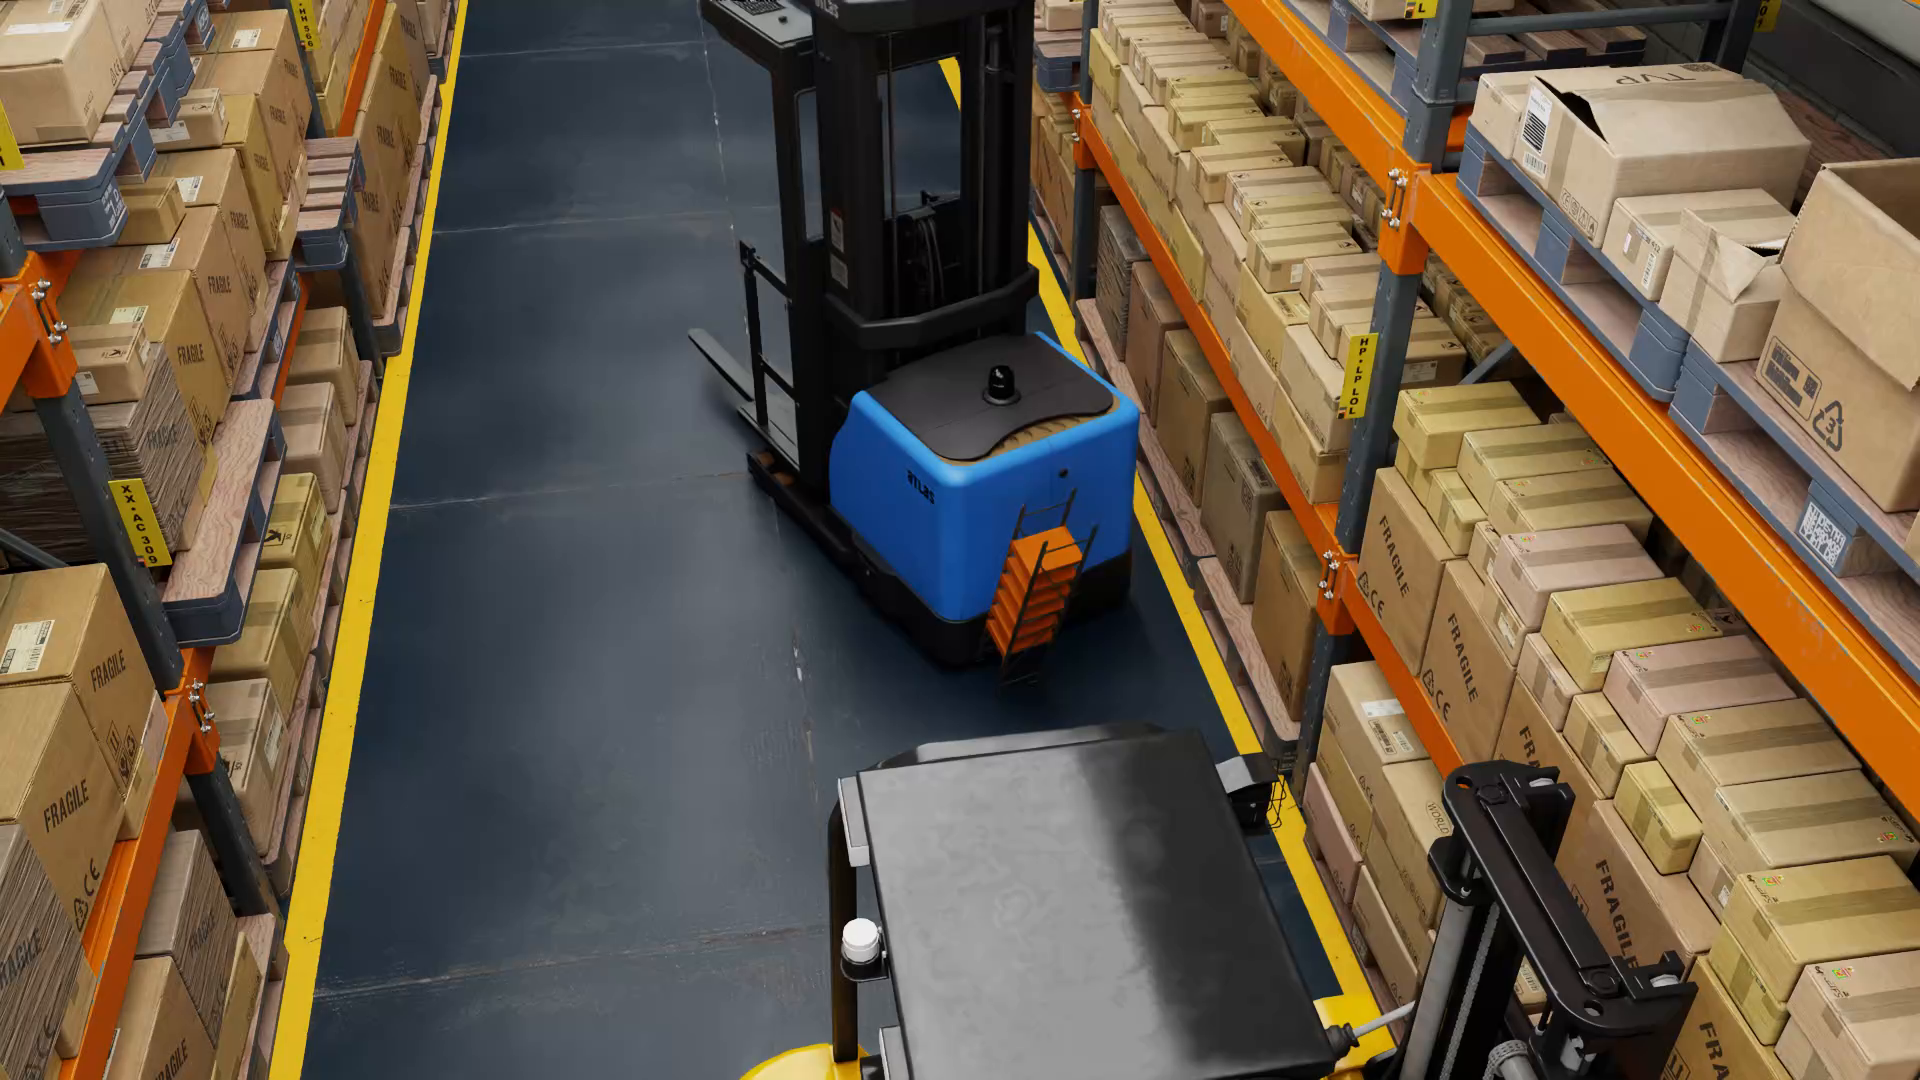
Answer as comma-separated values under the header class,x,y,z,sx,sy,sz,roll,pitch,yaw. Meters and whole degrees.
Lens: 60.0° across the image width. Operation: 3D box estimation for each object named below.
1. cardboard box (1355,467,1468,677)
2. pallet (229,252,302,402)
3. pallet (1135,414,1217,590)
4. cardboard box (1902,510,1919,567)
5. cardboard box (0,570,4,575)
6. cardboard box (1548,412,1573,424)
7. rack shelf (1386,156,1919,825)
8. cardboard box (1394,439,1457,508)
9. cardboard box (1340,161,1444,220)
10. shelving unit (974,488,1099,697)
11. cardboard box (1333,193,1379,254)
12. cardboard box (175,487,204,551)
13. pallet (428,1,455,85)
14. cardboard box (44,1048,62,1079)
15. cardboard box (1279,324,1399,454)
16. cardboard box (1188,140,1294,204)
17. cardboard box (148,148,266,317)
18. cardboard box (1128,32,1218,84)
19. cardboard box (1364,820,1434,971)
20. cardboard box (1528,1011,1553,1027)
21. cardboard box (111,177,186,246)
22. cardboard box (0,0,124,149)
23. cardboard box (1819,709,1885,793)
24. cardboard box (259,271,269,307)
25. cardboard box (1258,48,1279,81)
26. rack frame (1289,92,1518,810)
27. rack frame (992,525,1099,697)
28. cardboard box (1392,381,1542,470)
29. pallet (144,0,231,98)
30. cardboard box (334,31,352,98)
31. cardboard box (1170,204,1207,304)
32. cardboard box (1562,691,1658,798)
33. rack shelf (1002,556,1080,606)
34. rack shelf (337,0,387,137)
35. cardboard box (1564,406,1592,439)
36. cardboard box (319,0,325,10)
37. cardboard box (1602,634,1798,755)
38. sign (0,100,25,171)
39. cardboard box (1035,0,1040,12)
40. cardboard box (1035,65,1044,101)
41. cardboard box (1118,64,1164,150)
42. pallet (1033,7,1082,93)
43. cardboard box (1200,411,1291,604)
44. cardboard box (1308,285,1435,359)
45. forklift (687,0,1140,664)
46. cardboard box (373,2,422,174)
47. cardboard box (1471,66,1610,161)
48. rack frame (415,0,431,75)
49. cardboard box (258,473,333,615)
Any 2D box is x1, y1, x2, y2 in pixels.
class,x,y,z,sx,sy,sz,roll,pitch,yaw
cardboard box,1.677,0.076,5.525,0.500,0.500,0.500,-7,38,-9
pallet,-3.344,-0.793,6.882,1.003,0.211,1.213,-6,38,-8
pallet,1.471,-0.258,8.310,1.003,0.211,1.213,-6,38,-8
cardboard box,2.159,-0.064,2.837,0.700,0.500,0.500,-6,38,-8
cardboard box,-3.392,0.008,5.557,0.380,0.149,0.250,-6,38,-7
cardboard box,2.165,-0.309,5.493,0.380,0.149,0.250,-6,38,-8
rack shelf,2.207,0.127,3.683,1.077,0.370,4.000,-6,38,-8
cardboard box,1.653,-0.255,5.423,0.380,0.149,0.250,-7,38,-9
cardboard box,1.834,-1.487,7.009,0.380,0.149,0.250,-7,38,-8
shelving unit,0.297,0.242,6.863,0.258,1.200,0.189,-17,60,-21
cardboard box,1.863,-1.268,7.052,0.500,0.250,0.500,-7,38,-9
cardboard box,-2.816,-0.079,5.669,0.380,0.149,0.250,-6,38,-7
pallet,-4.489,-3.843,12.924,1.003,0.211,1.213,-6,38,-8
cardboard box,-2.477,1.387,4.124,0.380,0.149,0.250,-7,38,-9
cardboard box,1.518,-0.588,6.176,0.500,0.250,0.500,-7,38,-9
cardboard box,1.202,-1.579,7.127,0.380,0.149,0.250,-7,38,-9
cardboard box,-3.092,-1.193,6.574,0.500,0.500,0.500,-8,39,-10
cardboard box,1.039,-2.354,8.125,0.380,0.149,0.250,-5,38,-7
cardboard box,1.727,1.172,5.688,0.500,0.250,0.500,-6,38,-8
cardboard box,1.895,1.598,4.732,0.500,0.250,0.500,-7,38,-9
cardboard box,-3.056,-1.190,6.042,0.380,0.149,0.250,-4,38,-5
cardboard box,-2.738,-1.331,4.754,0.500,0.250,0.500,-7,38,-9
cardboard box,2.416,0.500,4.208,0.380,0.149,0.250,-5,38,-7
cardboard box,-3.093,-1.027,6.889,0.380,0.149,0.250,-7,38,-9
cardboard box,1.664,-2.268,8.013,0.380,0.149,0.250,-7,38,-9
rack frame,1.856,-0.180,5.937,1.000,3.000,0.127,-6,38,-8
rack frame,0.335,0.314,6.821,0.240,1.200,0.006,-17,60,-21
cardboard box,1.620,-0.369,5.327,0.380,0.149,0.250,-5,38,-7
pallet,-3.218,-1.765,5.685,1.213,0.211,1.003,-6,38,-8
cardboard box,-3.677,-2.632,9.215,0.500,0.250,0.500,-7,38,-9
cardboard box,1.262,-1.315,7.519,0.500,0.250,0.500,-5,38,-6
cardboard box,1.849,0.521,4.424,0.380,0.149,0.250,-7,38,-9
rack shelf,0.326,0.132,6.704,0.258,0.103,0.180,-17,60,-21
rack shelf,-4.082,-2.984,10.132,1.077,0.370,4.000,-6,38,-8
cardboard box,2.210,-0.433,5.410,0.380,0.149,0.250,-6,38,-8
cardboard box,-3.673,-3.117,8.821,0.500,0.500,0.500,-6,38,-8
cardboard box,1.924,0.401,4.337,0.380,0.149,0.250,-6,38,-8
sign,-2.497,-1.096,4.249,0.100,0.325,0.005,-6,38,-8
cardboard box,0.651,-3.305,9.740,0.500,0.250,0.500,-8,39,-10
cardboard box,0.692,-2.943,10.659,0.380,0.149,0.250,-7,38,-9
cardboard box,1.079,-2.138,8.171,0.500,0.250,0.500,-5,38,-7
pallet,0.967,-2.922,9.623,1.213,0.211,1.003,-6,38,-8
cardboard box,1.625,-0.192,7.545,0.875,0.625,0.625,-7,38,-8
cardboard box,1.515,-0.812,6.140,0.380,0.149,0.250,-7,38,-9
forklift,-0.426,-1.484,7.670,1.130,2.935,3.031,-22,43,-25
cardboard box,-4.079,-2.892,10.818,0.875,0.875,0.875,-5,38,-7
cardboard box,1.636,-1.167,4.543,0.380,0.149,0.250,-5,38,-7
rack frame,-4.433,-4.476,11.467,1.000,3.000,0.127,-6,38,-8
cardboard box,-3.377,0.057,7.431,0.950,0.372,0.625,-5,38,-6
